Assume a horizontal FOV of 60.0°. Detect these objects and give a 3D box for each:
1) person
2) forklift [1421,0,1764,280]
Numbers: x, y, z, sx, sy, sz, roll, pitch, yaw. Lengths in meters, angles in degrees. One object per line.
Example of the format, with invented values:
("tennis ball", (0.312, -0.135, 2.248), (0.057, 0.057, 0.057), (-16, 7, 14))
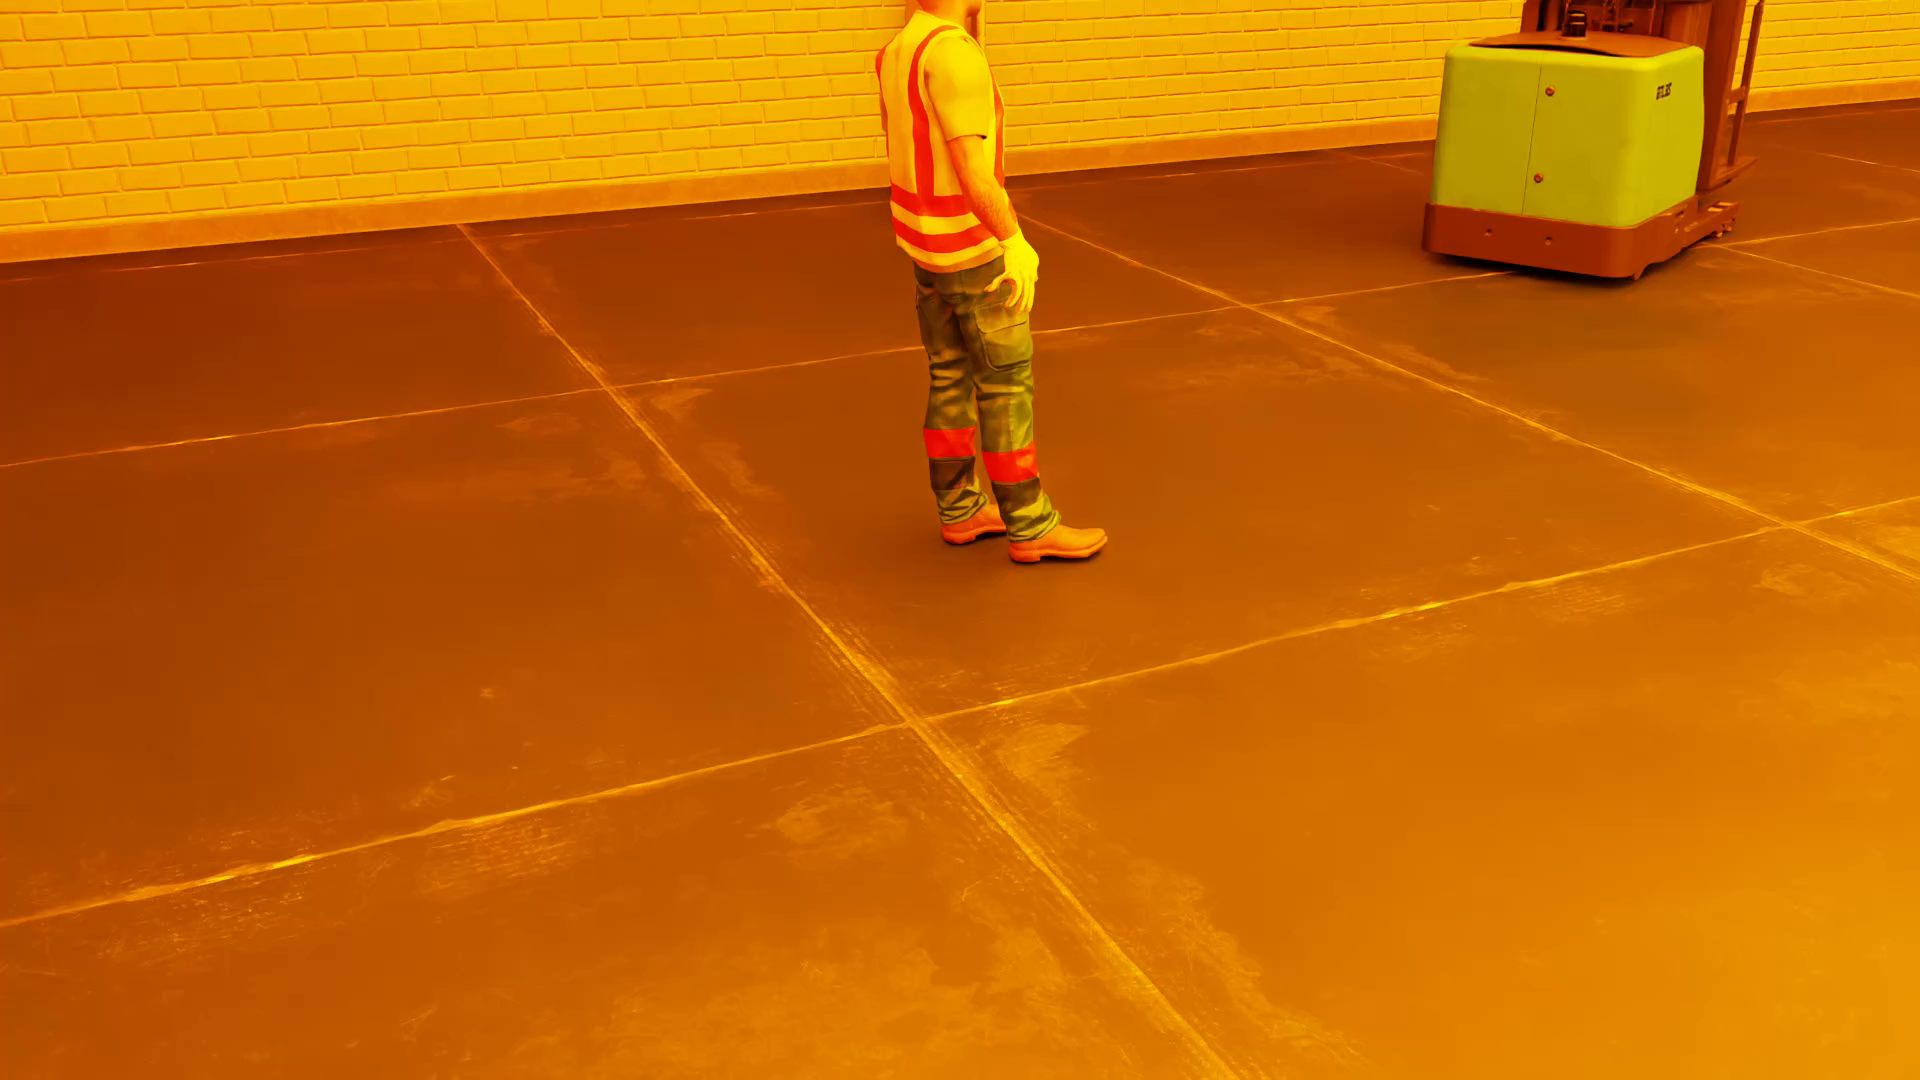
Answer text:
("person", (0.078, -0.842, 4.782), (0.564, 1.787, 0.637), (-10, 25, -23))
("forklift", (3.665, -3.103, 8.756), (1.130, 2.935, 3.031), (17, 28, 35))
